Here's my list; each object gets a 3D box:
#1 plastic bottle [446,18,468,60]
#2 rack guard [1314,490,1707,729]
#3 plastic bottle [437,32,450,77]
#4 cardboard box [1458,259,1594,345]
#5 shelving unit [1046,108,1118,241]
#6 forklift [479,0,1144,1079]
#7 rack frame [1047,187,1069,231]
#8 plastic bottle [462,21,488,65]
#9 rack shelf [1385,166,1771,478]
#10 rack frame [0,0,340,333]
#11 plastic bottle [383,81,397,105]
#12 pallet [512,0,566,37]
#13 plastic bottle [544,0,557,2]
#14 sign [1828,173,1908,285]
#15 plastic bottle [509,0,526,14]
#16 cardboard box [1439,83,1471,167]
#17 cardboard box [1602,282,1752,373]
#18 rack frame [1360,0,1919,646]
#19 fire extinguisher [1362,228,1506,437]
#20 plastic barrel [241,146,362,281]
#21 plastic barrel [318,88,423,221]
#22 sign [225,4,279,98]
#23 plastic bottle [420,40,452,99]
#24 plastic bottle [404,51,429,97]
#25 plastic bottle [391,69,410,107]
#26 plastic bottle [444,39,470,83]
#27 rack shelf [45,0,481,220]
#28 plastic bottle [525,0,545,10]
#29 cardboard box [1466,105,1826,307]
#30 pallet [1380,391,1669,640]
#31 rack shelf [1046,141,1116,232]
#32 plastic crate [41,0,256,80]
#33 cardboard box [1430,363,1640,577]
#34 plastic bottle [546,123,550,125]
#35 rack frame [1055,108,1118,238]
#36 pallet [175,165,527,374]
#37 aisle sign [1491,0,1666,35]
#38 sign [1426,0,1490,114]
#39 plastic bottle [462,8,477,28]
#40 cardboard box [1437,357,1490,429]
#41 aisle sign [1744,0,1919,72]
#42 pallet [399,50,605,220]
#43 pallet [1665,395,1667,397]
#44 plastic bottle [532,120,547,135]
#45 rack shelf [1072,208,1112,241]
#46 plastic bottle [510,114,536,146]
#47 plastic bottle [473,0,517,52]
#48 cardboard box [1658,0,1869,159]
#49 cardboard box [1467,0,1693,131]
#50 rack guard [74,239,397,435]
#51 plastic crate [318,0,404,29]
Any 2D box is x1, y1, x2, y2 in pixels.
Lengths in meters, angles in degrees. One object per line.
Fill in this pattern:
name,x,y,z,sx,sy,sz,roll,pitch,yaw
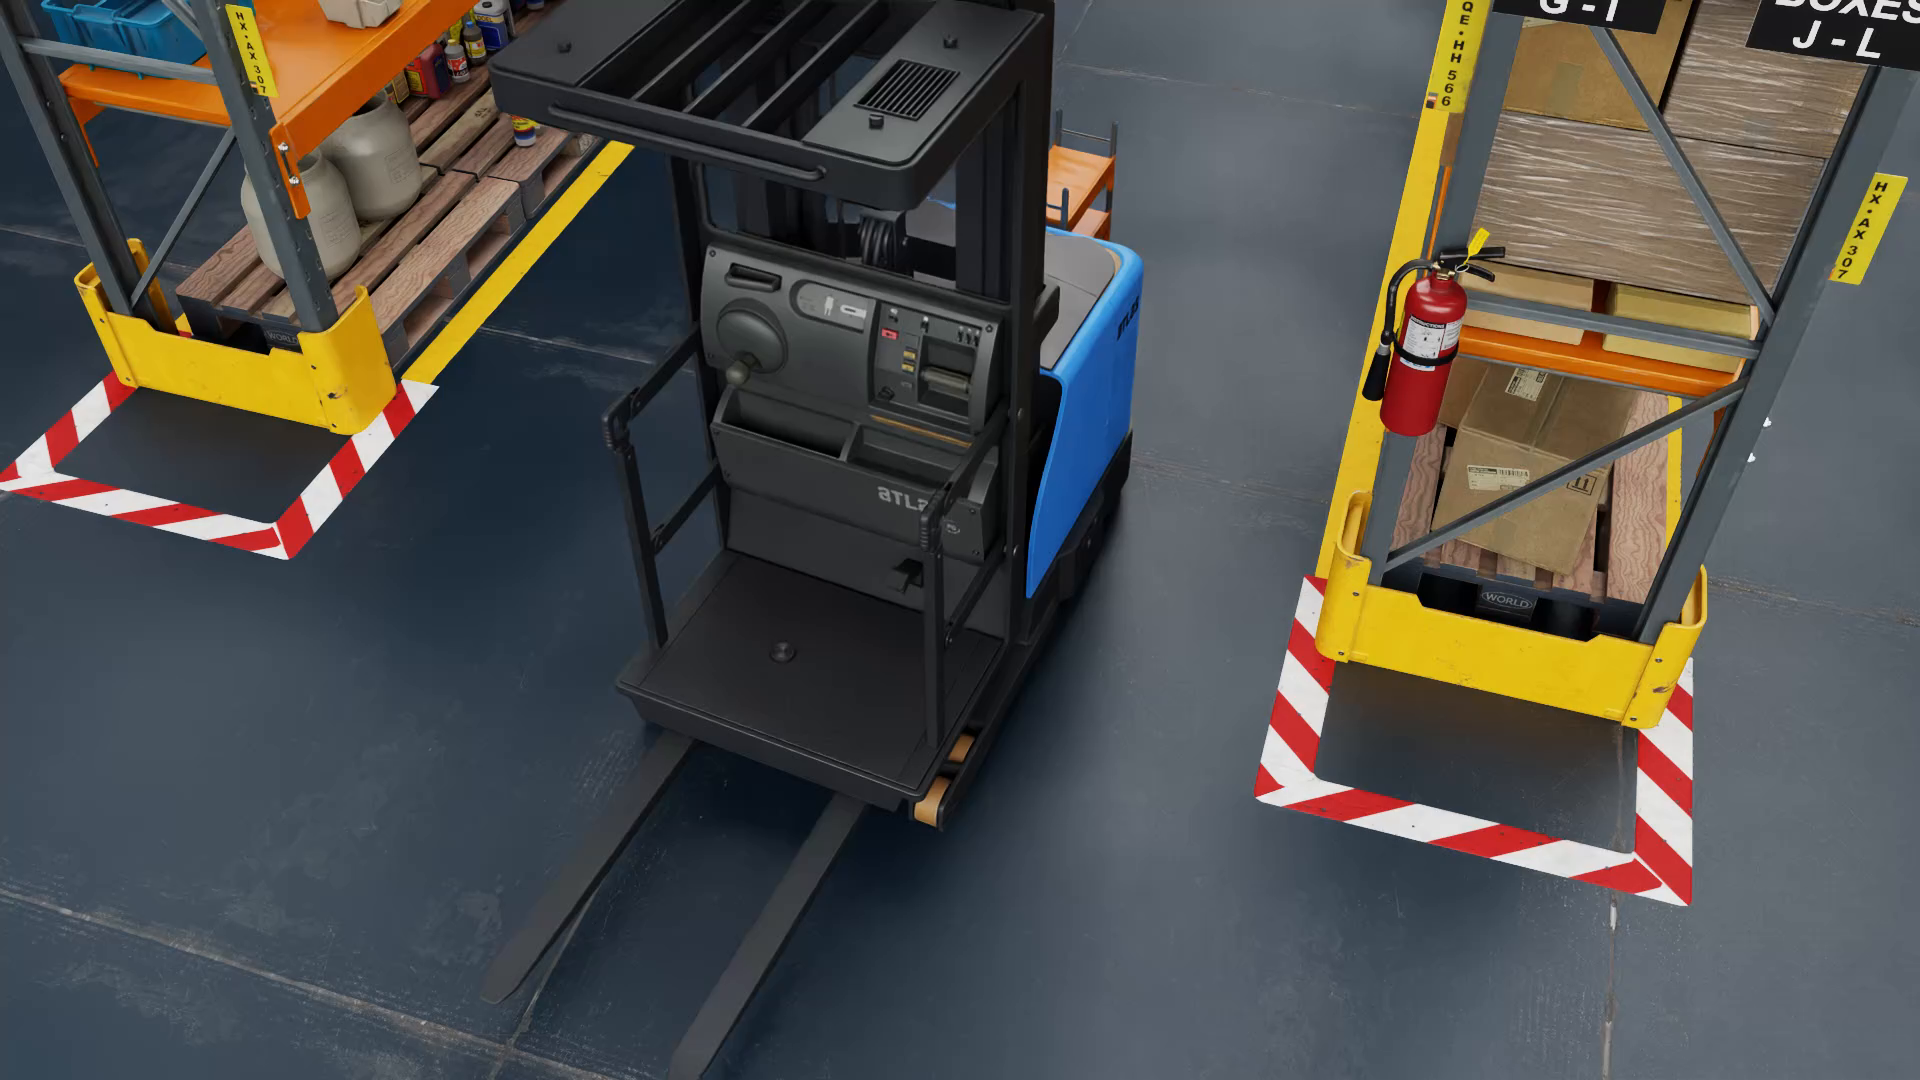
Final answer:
plastic bottle,-2.569,-2.553,8.294,0.144,0.351,0.185,14,46,14
rack guard,1.845,0.232,5.655,1.175,0.500,0.348,13,46,13
plastic bottle,-2.615,-2.415,8.206,0.152,0.276,0.135,11,46,11
cardboard box,1.712,-0.754,5.056,0.380,0.149,0.250,13,46,13
shelving unit,0.368,-0.979,6.393,0.258,1.200,0.503,17,47,17
forklift,-0.416,-0.484,4.649,1.130,2.935,3.031,17,47,17
rack frame,0.268,-0.824,6.234,0.240,1.200,0.015,17,47,17
plastic bottle,-2.441,-2.503,8.350,0.097,0.201,0.097,0,44,0
rack shelf,2.428,-1.687,6.343,1.077,0.370,4.000,13,46,13
rack frame,-2.898,-1.660,5.801,1.000,3.000,0.127,13,46,13
plastic bottle,-2.760,-2.134,7.972,0.097,0.201,0.097,0,44,0
pallet,-1.930,-2.890,9.053,1.003,0.211,1.213,13,46,13
plastic bottle,-2.189,-3.056,8.807,0.144,0.351,0.185,13,46,13
sign,2.339,-0.805,4.309,0.100,0.325,0.005,13,46,13
plastic bottle,-2.384,-2.960,8.710,0.144,0.351,0.185,11,45,11
cardboard box,2.052,-1.472,5.325,0.875,0.500,0.500,13,46,13
cardboard box,2.136,-0.660,4.960,0.380,0.149,0.250,13,46,13
rack frame,1.822,-0.611,4.729,1.000,3.000,0.127,13,46,13
fire extinguisher,1.348,-0.604,4.778,0.296,0.674,0.183,13,46,13
plastic barrel,-2.772,-1.375,6.989,0.421,0.512,0.421,0,44,0
plastic barrel,-2.620,-1.709,7.331,0.421,0.512,0.421,0,44,0
sign,-2.375,-1.639,5.582,0.100,0.325,0.005,13,46,13
plastic bottle,-2.556,-2.303,8.086,0.061,0.283,0.133,13,46,13
plastic bottle,-2.657,-2.323,8.112,0.152,0.276,0.135,13,46,13
plastic bottle,-2.742,-2.245,8.027,0.061,0.283,0.133,14,46,13
plastic bottle,-2.491,-2.374,8.218,0.097,0.201,0.097,0,44,0
rack shelf,-2.293,-2.736,7.415,1.077,0.370,4.000,13,46,13
plastic bottle,-2.256,-2.936,8.741,0.097,0.271,0.097,0,44,0
cardboard box,2.015,-1.113,4.959,0.875,0.500,0.500,13,46,13
pallet,2.125,-0.199,6.302,1.003,0.211,1.213,13,46,13
rack shelf,0.368,-1.260,6.118,0.258,0.148,0.480,17,47,17
plastic crate,-3.032,-2.003,6.259,0.499,0.251,0.616,13,46,13
cardboard box,2.027,-0.280,5.878,0.500,0.500,0.500,21,48,20
plastic bottle,-1.966,-2.136,7.915,0.061,0.283,0.133,13,46,13
rack frame,0.468,-1.135,6.552,0.240,1.200,0.015,17,47,17
pallet,-2.669,-1.264,7.391,1.003,0.211,1.213,13,46,13
aisle sign,1.517,-1.562,3.843,0.394,0.787,0.004,13,46,13
sign,1.299,-1.268,4.348,0.100,0.325,0.005,13,46,13
plastic bottle,-2.513,-2.677,8.420,0.144,0.351,0.185,12,46,12
cardboard box,2.176,-0.686,6.293,0.500,0.500,0.500,24,49,23
aisle sign,2.089,-1.435,3.713,0.394,0.787,0.004,13,46,13
pallet,-2.298,-2.074,8.219,1.003,0.211,1.213,13,46,13
pallet,2.496,-1.009,7.130,1.003,0.211,1.213,13,46,13
plastic bottle,-2.021,-2.028,7.864,0.097,0.201,0.097,0,44,0
rack shelf,0.368,-1.091,6.284,0.258,0.148,0.480,17,47,17
plastic bottle,-2.052,-1.984,7.769,0.097,0.271,0.097,0,44,0
plastic bottle,-2.364,-2.636,8.432,0.152,0.276,0.135,13,46,13
cardboard box,2.248,-1.419,4.556,0.500,0.500,0.500,13,46,13
cardboard box,1.753,-1.529,4.669,0.500,0.500,0.500,13,46,13
rack guard,-2.920,-0.827,6.737,1.175,0.500,0.348,13,46,13
plastic crate,-2.321,-2.094,6.433,0.298,0.136,0.250,13,46,13
